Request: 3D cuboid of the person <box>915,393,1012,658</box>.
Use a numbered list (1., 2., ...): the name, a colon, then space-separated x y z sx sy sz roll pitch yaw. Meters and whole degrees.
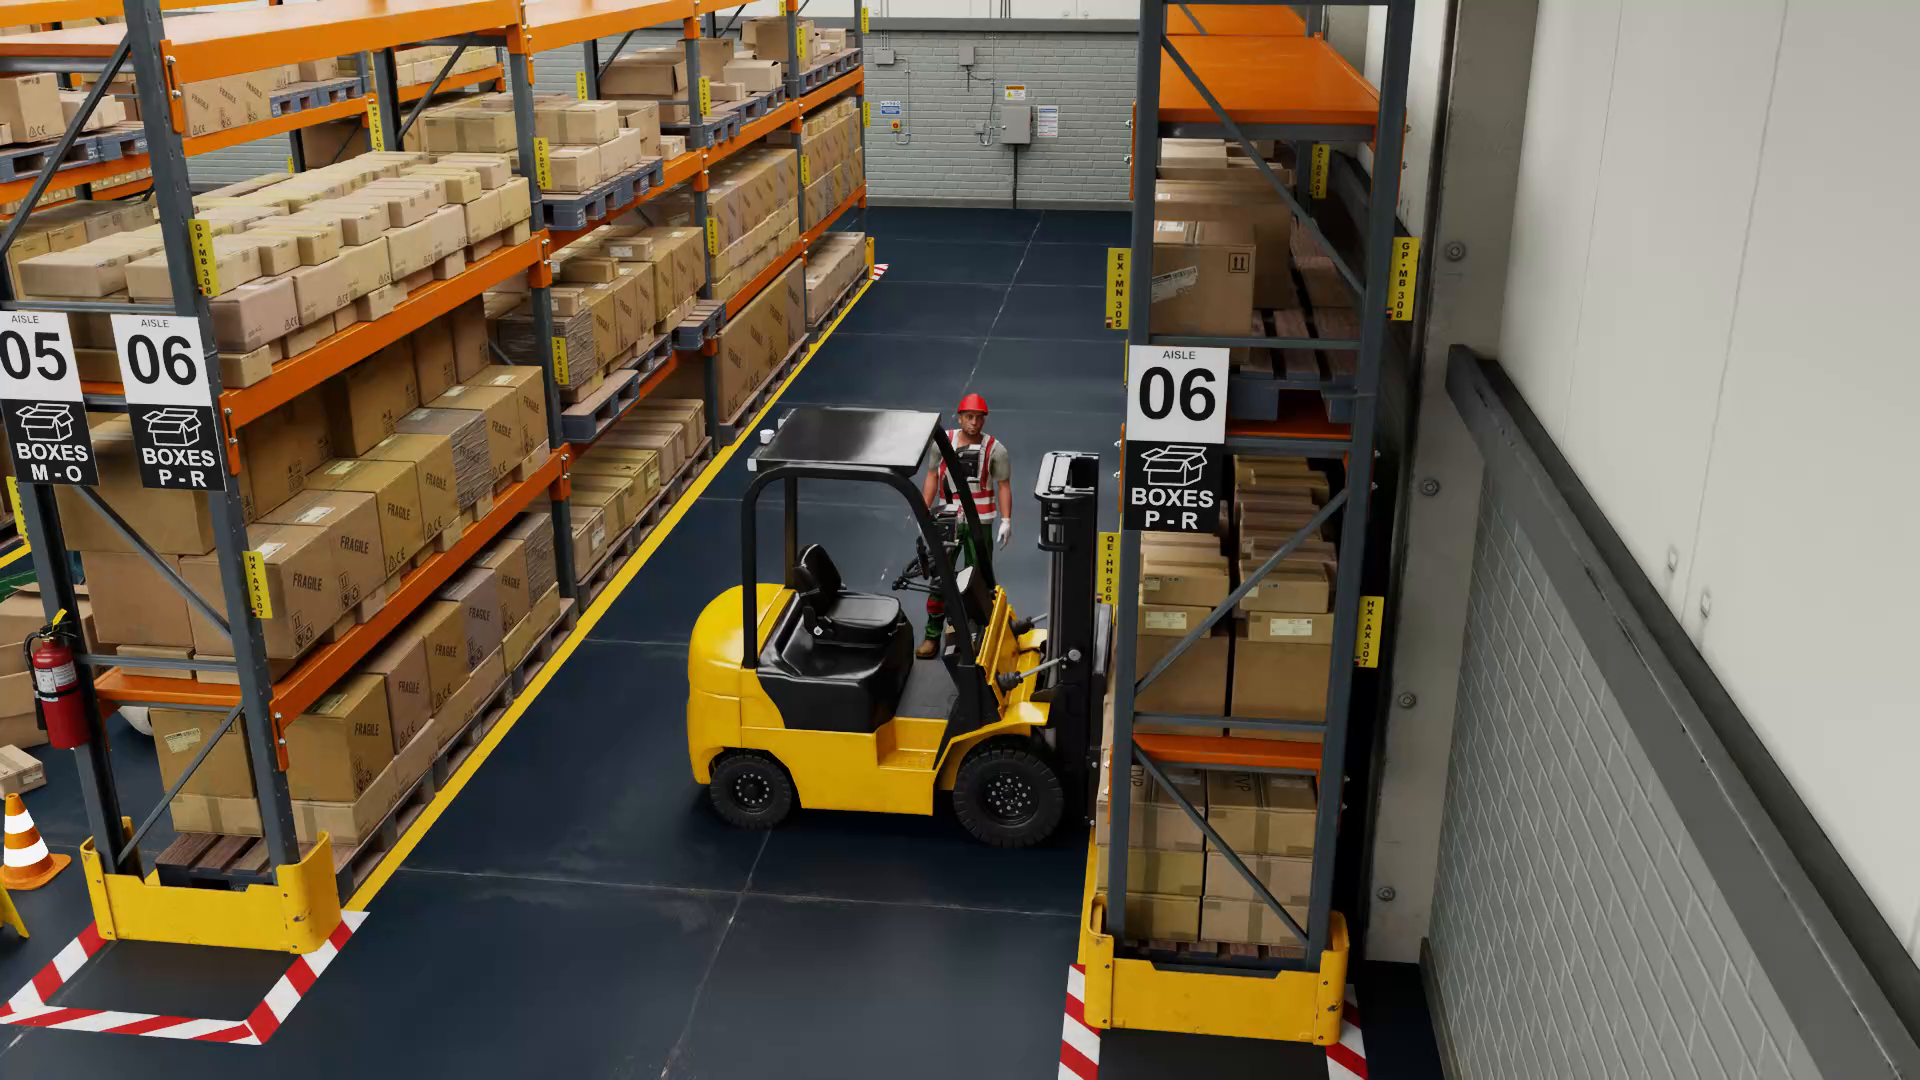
1. person: 0.022 -0.094 11.265 0.638 1.788 0.564 2 21 6
